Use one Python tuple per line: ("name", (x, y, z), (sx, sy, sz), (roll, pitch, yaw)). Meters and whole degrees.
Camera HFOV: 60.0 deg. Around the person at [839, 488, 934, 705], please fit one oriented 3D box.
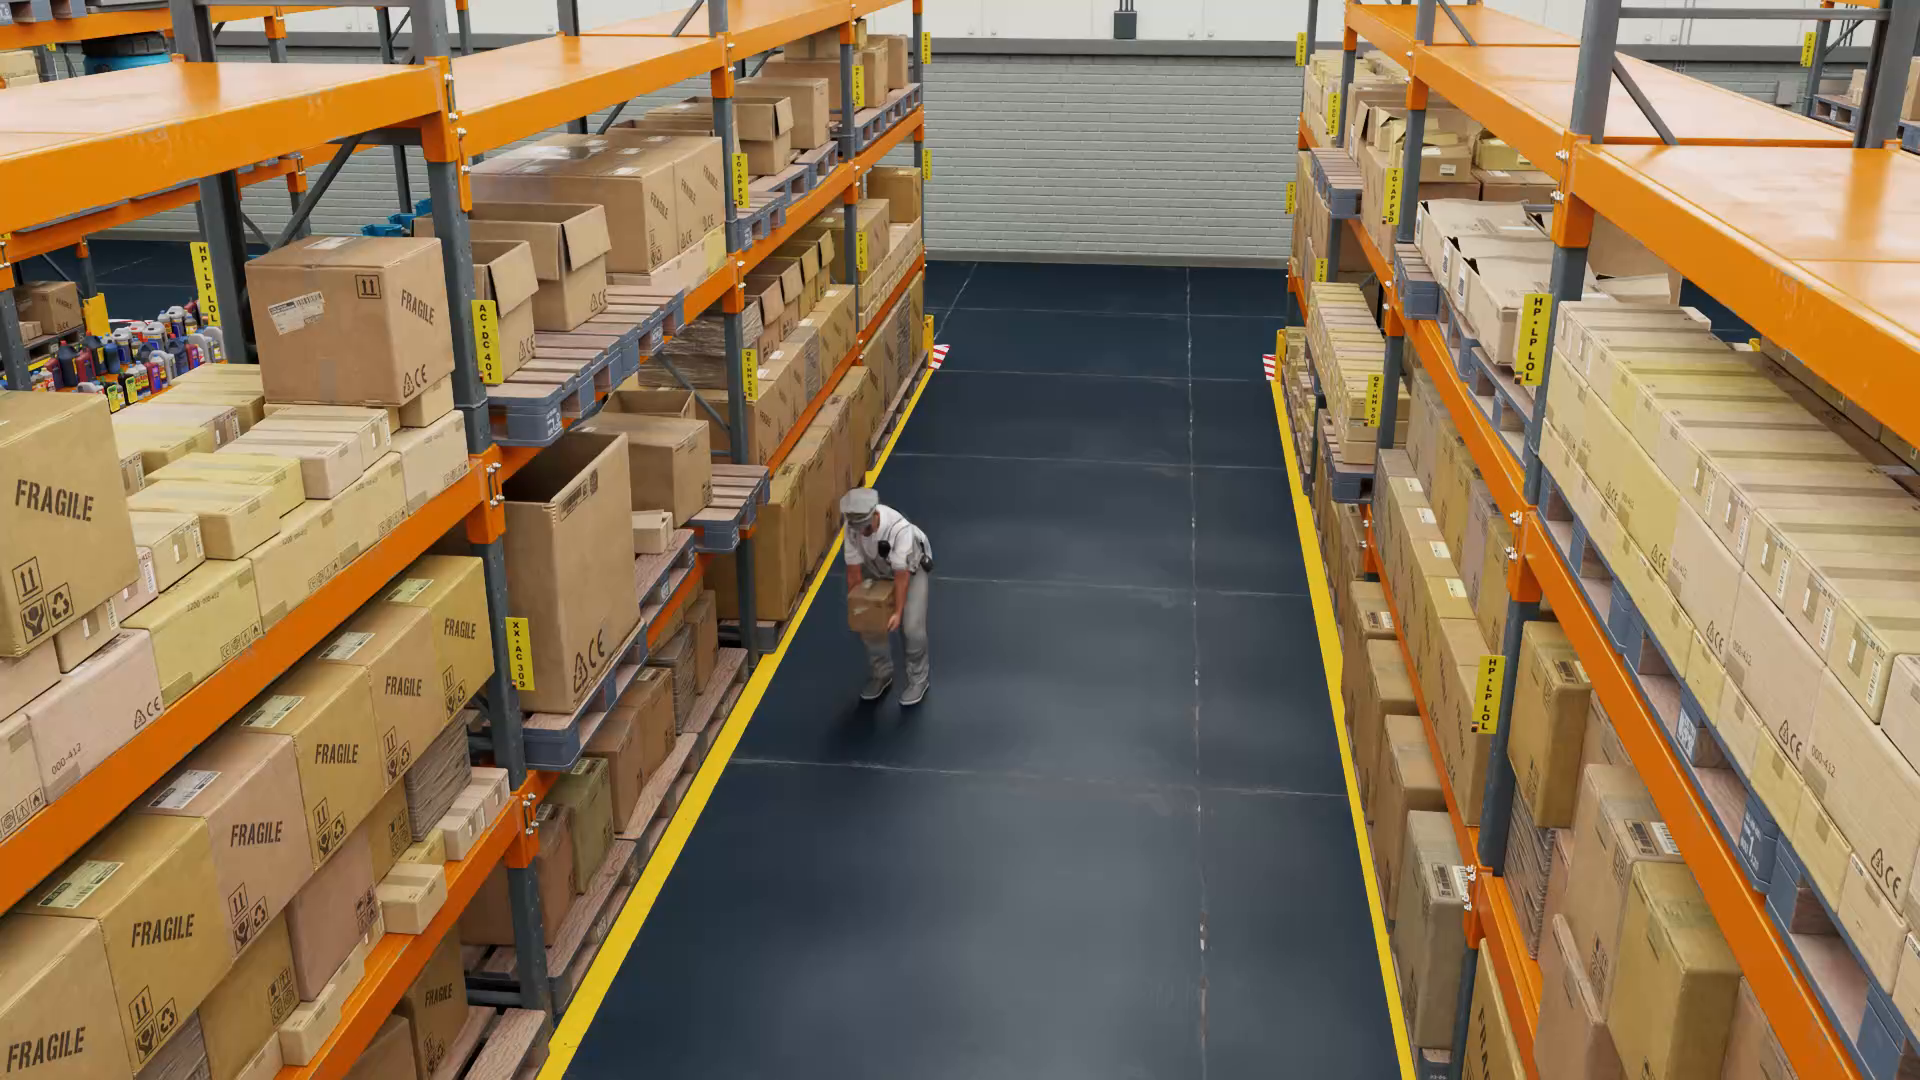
("person", (-0.485, 0.340, 10.503), (0.467, 1.533, 0.858), (9, 23, 22))
